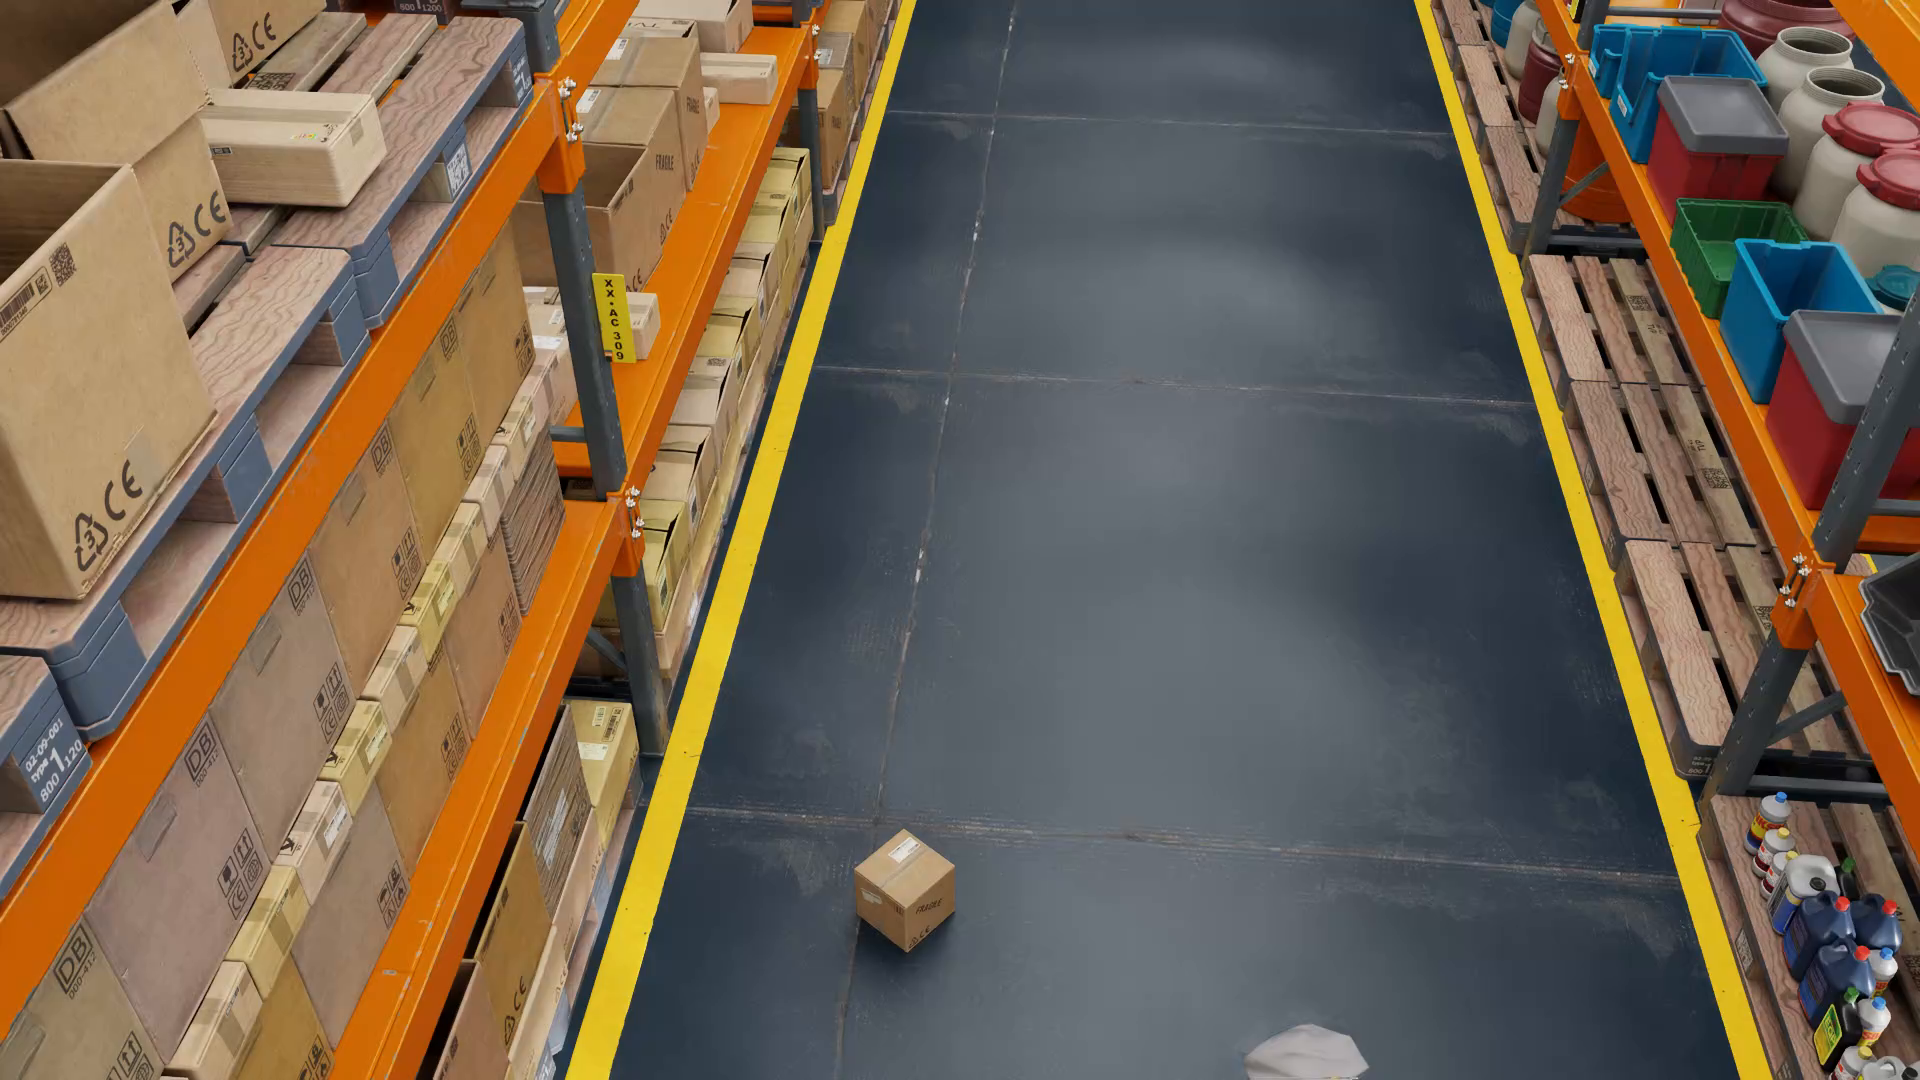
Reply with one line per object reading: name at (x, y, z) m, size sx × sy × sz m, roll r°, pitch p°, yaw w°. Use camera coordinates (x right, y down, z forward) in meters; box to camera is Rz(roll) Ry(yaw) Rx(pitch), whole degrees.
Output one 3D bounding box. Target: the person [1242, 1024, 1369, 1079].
person at (0.777, 1.827, 3.969) m, size 0.576 × 1.837 × 0.512 m, roll -13°, pitch 41°, yaw -15°
